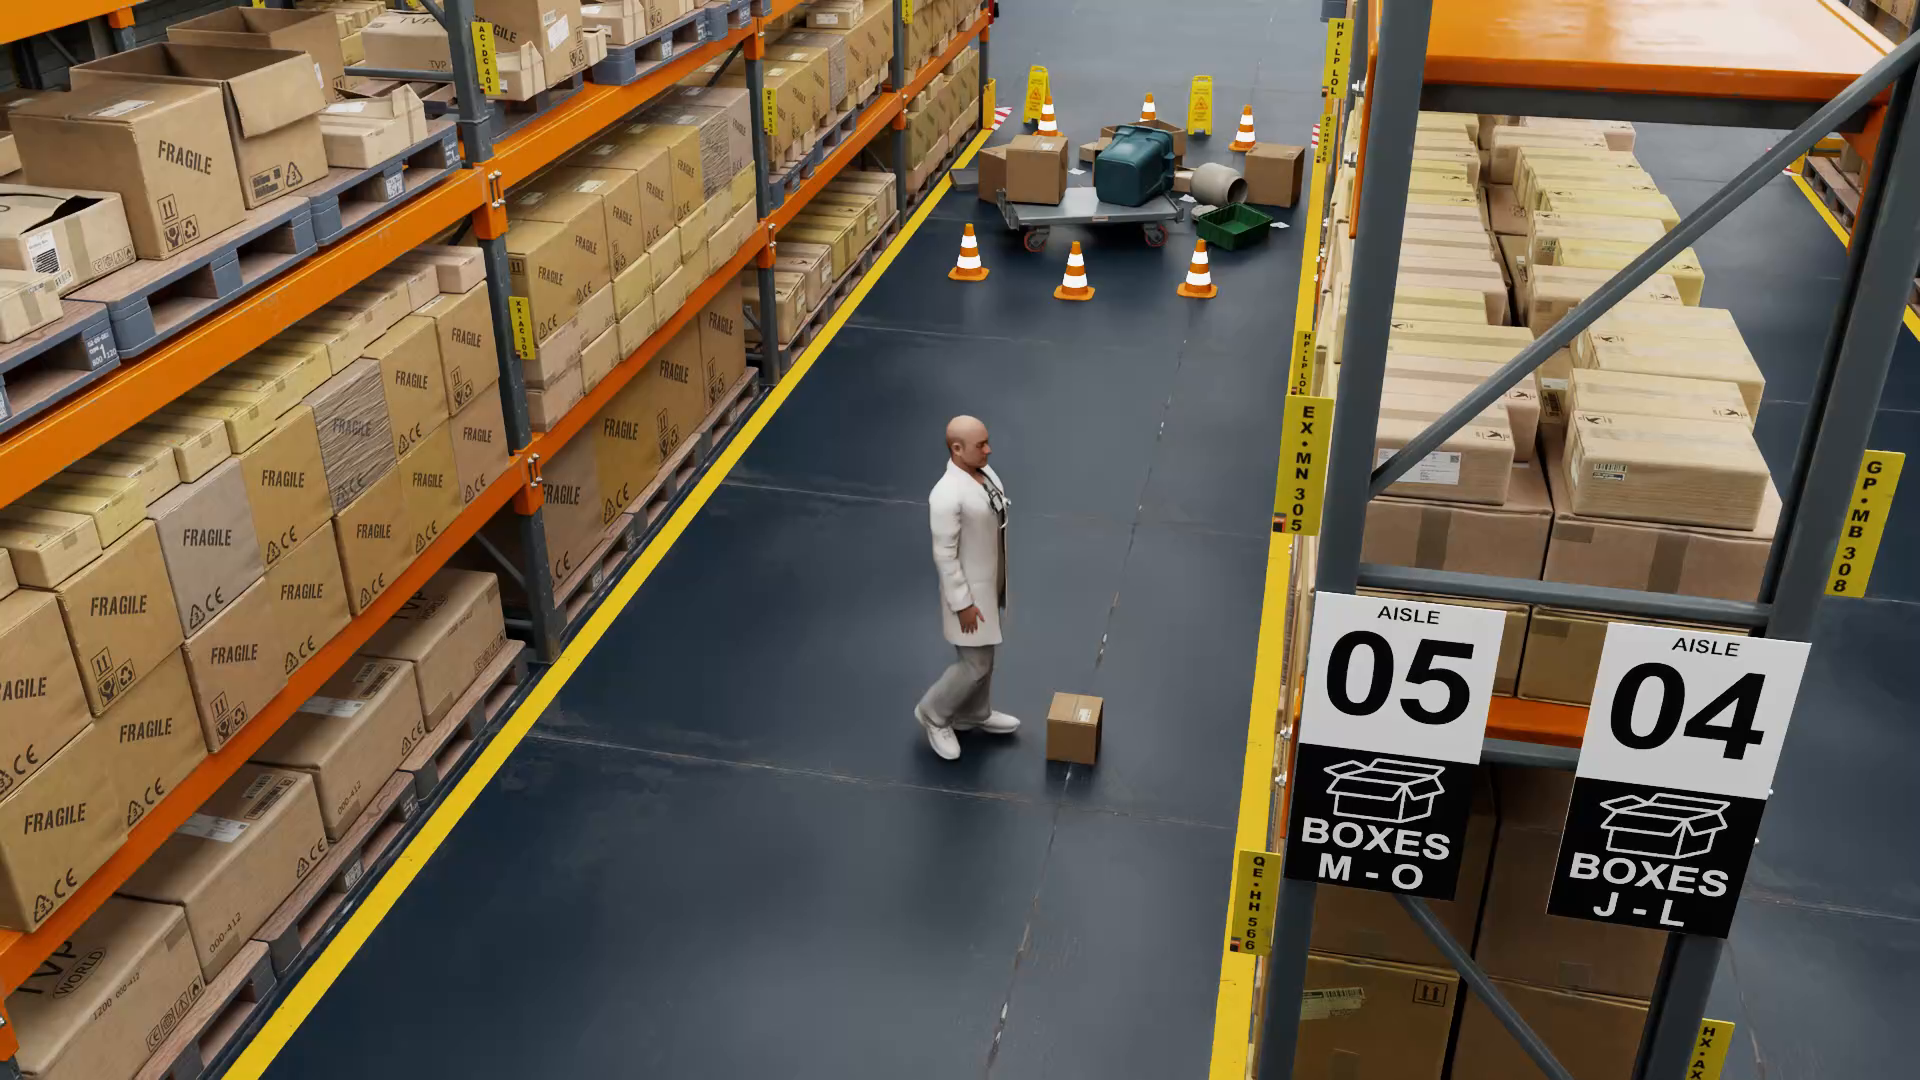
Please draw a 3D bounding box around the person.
[{"bbox_3d":[0.037,0.215,8.204,0.513,1.772,0.626,10,30,17],"label":"person"}]
